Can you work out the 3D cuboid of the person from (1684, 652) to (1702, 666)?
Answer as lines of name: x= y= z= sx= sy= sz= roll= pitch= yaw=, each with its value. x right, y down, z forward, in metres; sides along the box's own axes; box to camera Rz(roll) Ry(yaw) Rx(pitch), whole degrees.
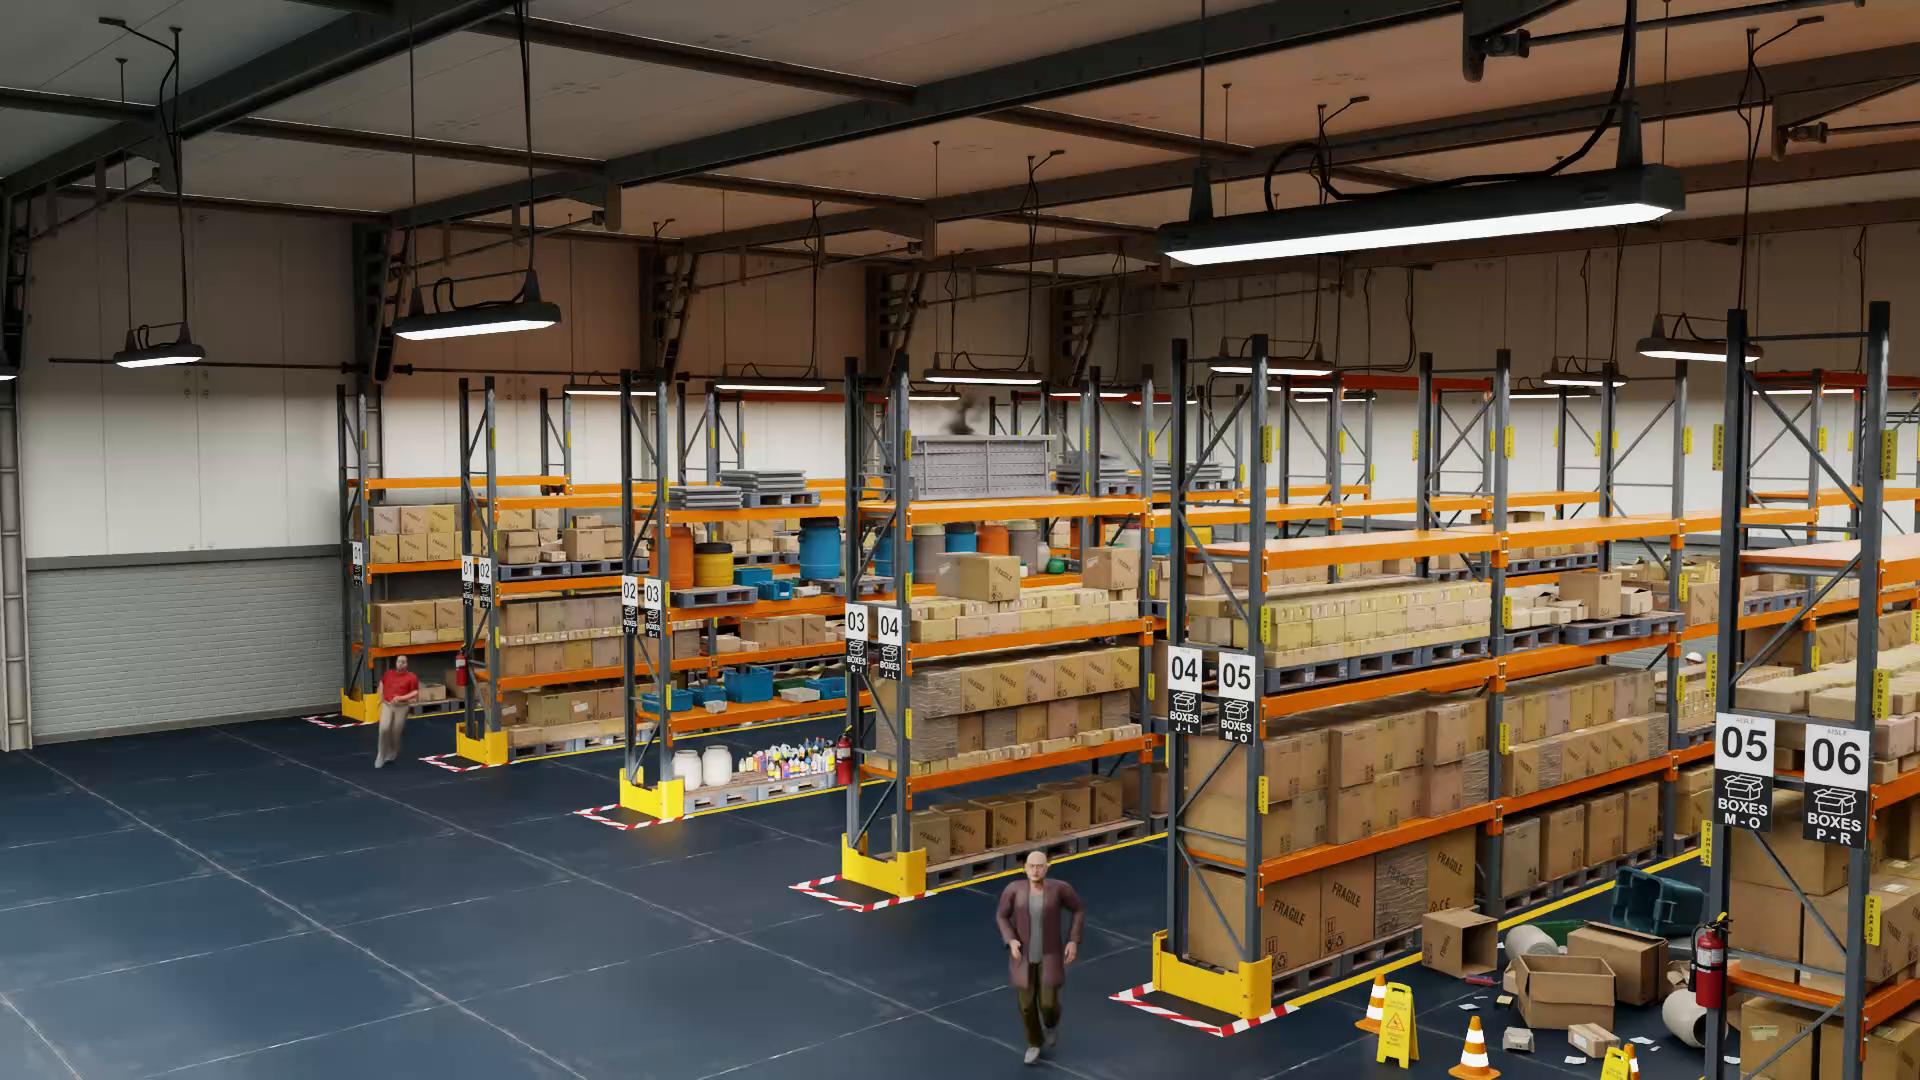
person: x=11.385 y=2.612 z=25.621 sx=0.771 sy=1.786 sz=0.662 roll=-2 pitch=4 yaw=-31

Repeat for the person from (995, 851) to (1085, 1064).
person: x=0.647 y=3.406 z=13.623 sx=0.734 sy=1.738 sz=0.659 roll=0 pitch=4 yaw=7

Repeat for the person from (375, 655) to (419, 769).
person: x=-8.694 y=2.630 z=25.680 sx=0.660 sy=1.699 sz=0.685 roll=-1 pitch=4 yaw=-8
